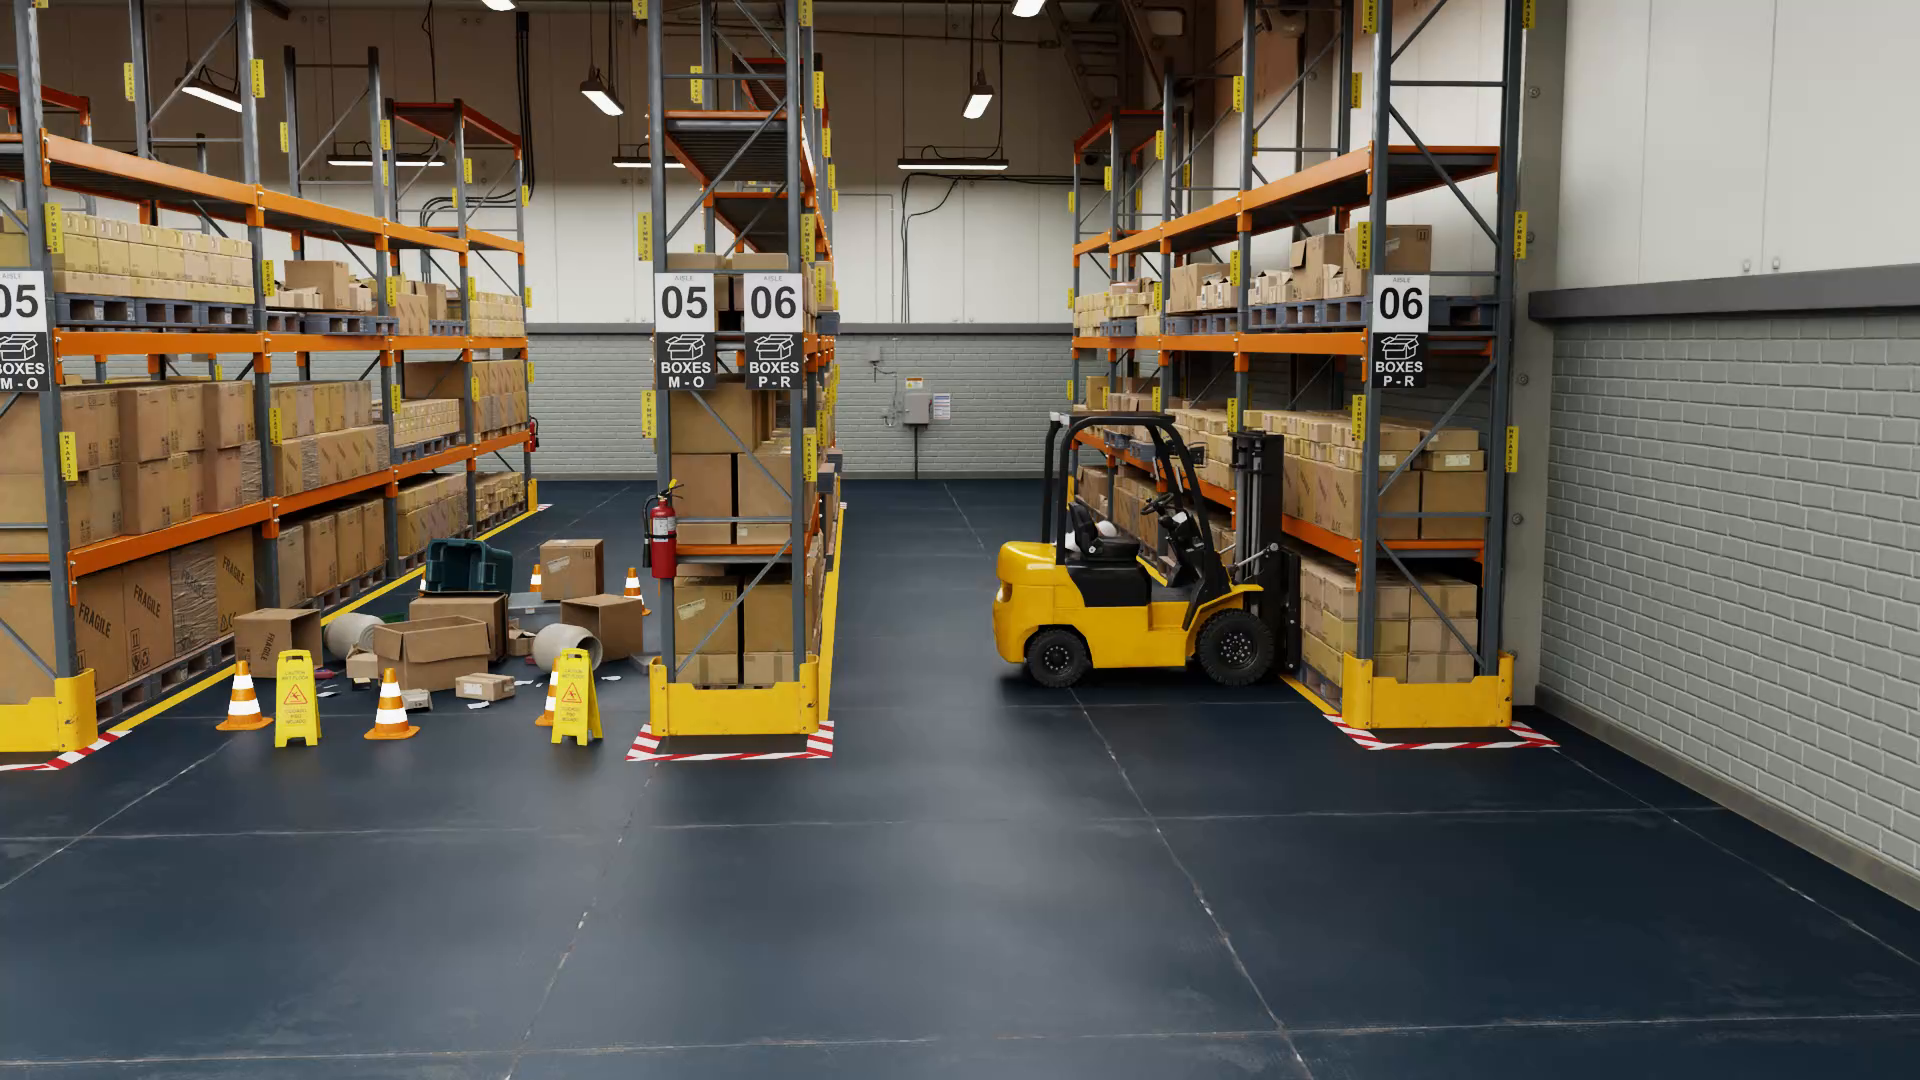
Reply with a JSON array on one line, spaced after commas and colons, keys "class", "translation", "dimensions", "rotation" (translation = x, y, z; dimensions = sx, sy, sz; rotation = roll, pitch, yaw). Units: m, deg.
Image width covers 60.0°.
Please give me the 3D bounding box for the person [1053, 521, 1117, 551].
[{"class": "person", "translation": [1.136, 0.314, 16.283], "dimensions": [0.887, 0.999, 0.589], "rotation": [0, 7, -4]}]
